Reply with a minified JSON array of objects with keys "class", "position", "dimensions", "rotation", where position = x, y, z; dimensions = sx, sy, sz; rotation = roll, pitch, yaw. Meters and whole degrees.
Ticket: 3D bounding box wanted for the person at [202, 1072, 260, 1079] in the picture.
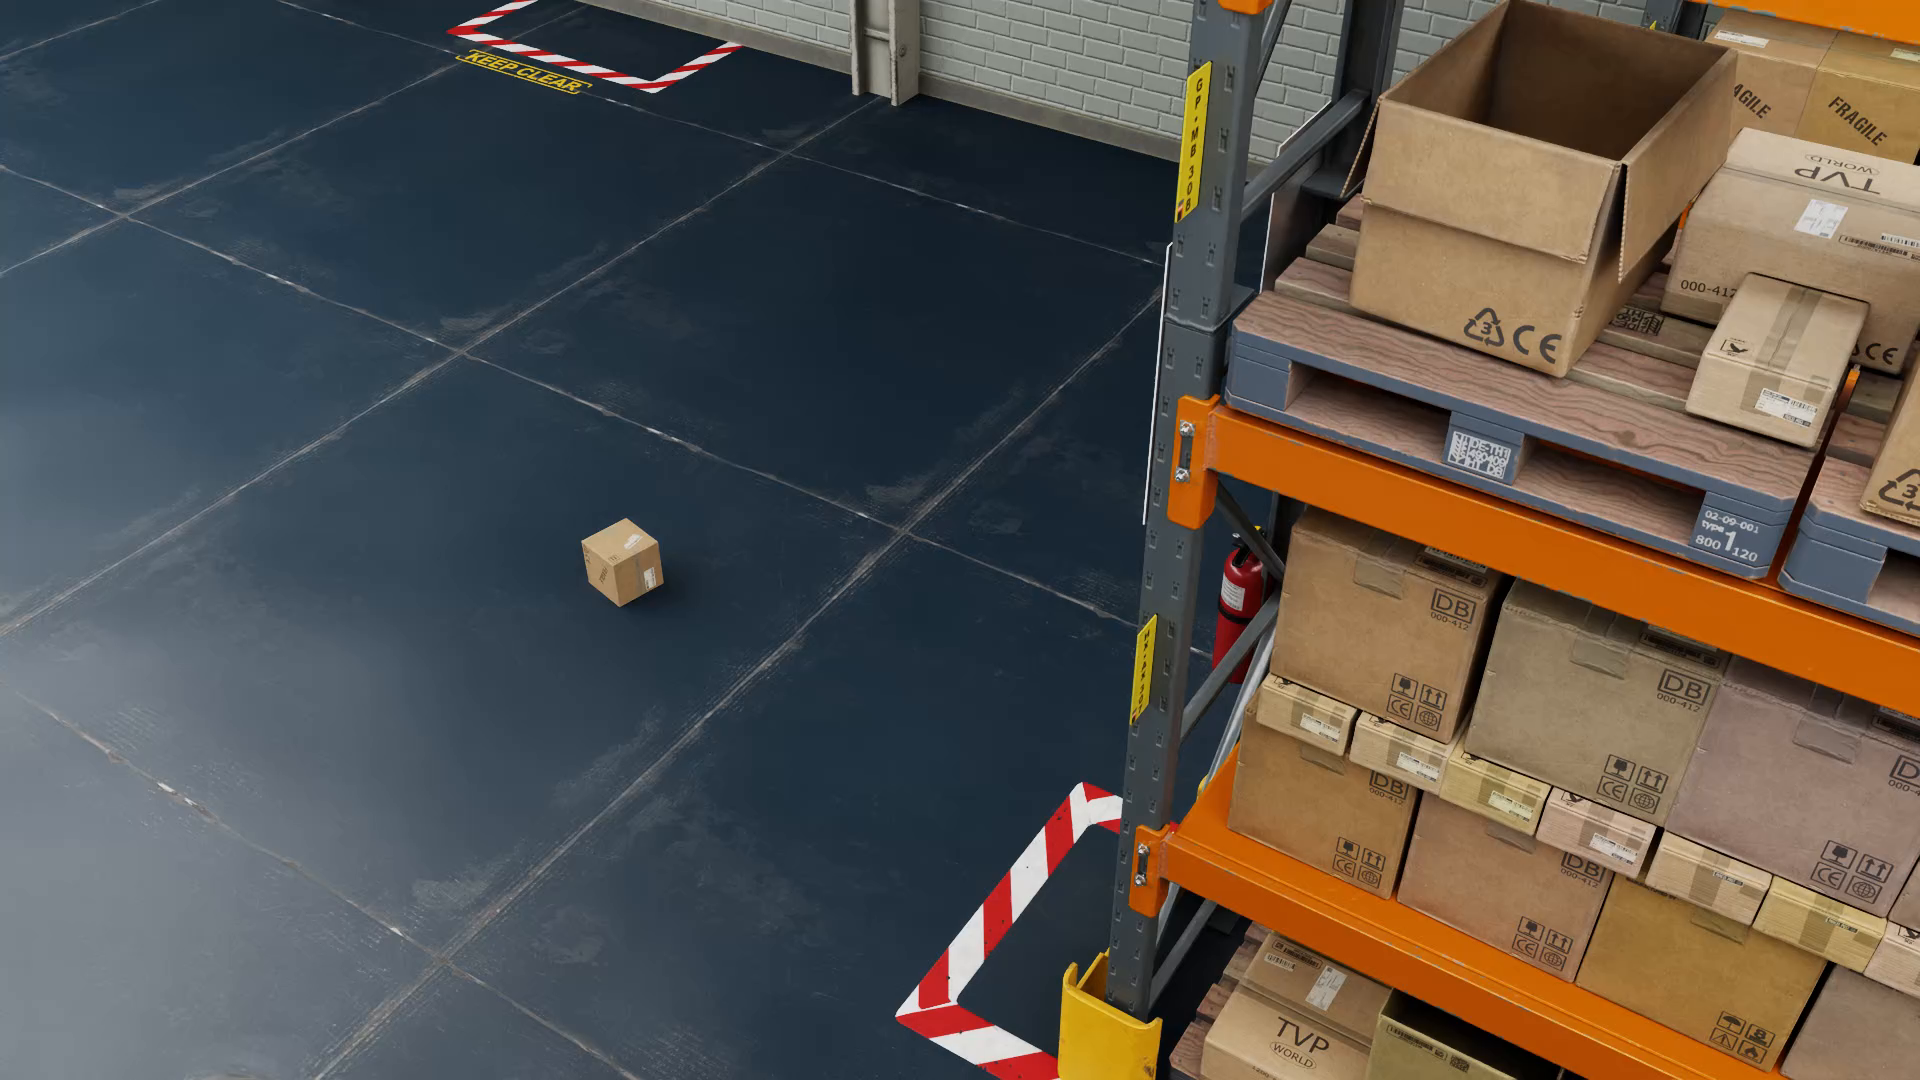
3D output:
[{"class":"person","position":[-1.731,1.915,4.245],"dimensions":[0.496,1.653,0.862],"rotation":[7,39,9]}]
